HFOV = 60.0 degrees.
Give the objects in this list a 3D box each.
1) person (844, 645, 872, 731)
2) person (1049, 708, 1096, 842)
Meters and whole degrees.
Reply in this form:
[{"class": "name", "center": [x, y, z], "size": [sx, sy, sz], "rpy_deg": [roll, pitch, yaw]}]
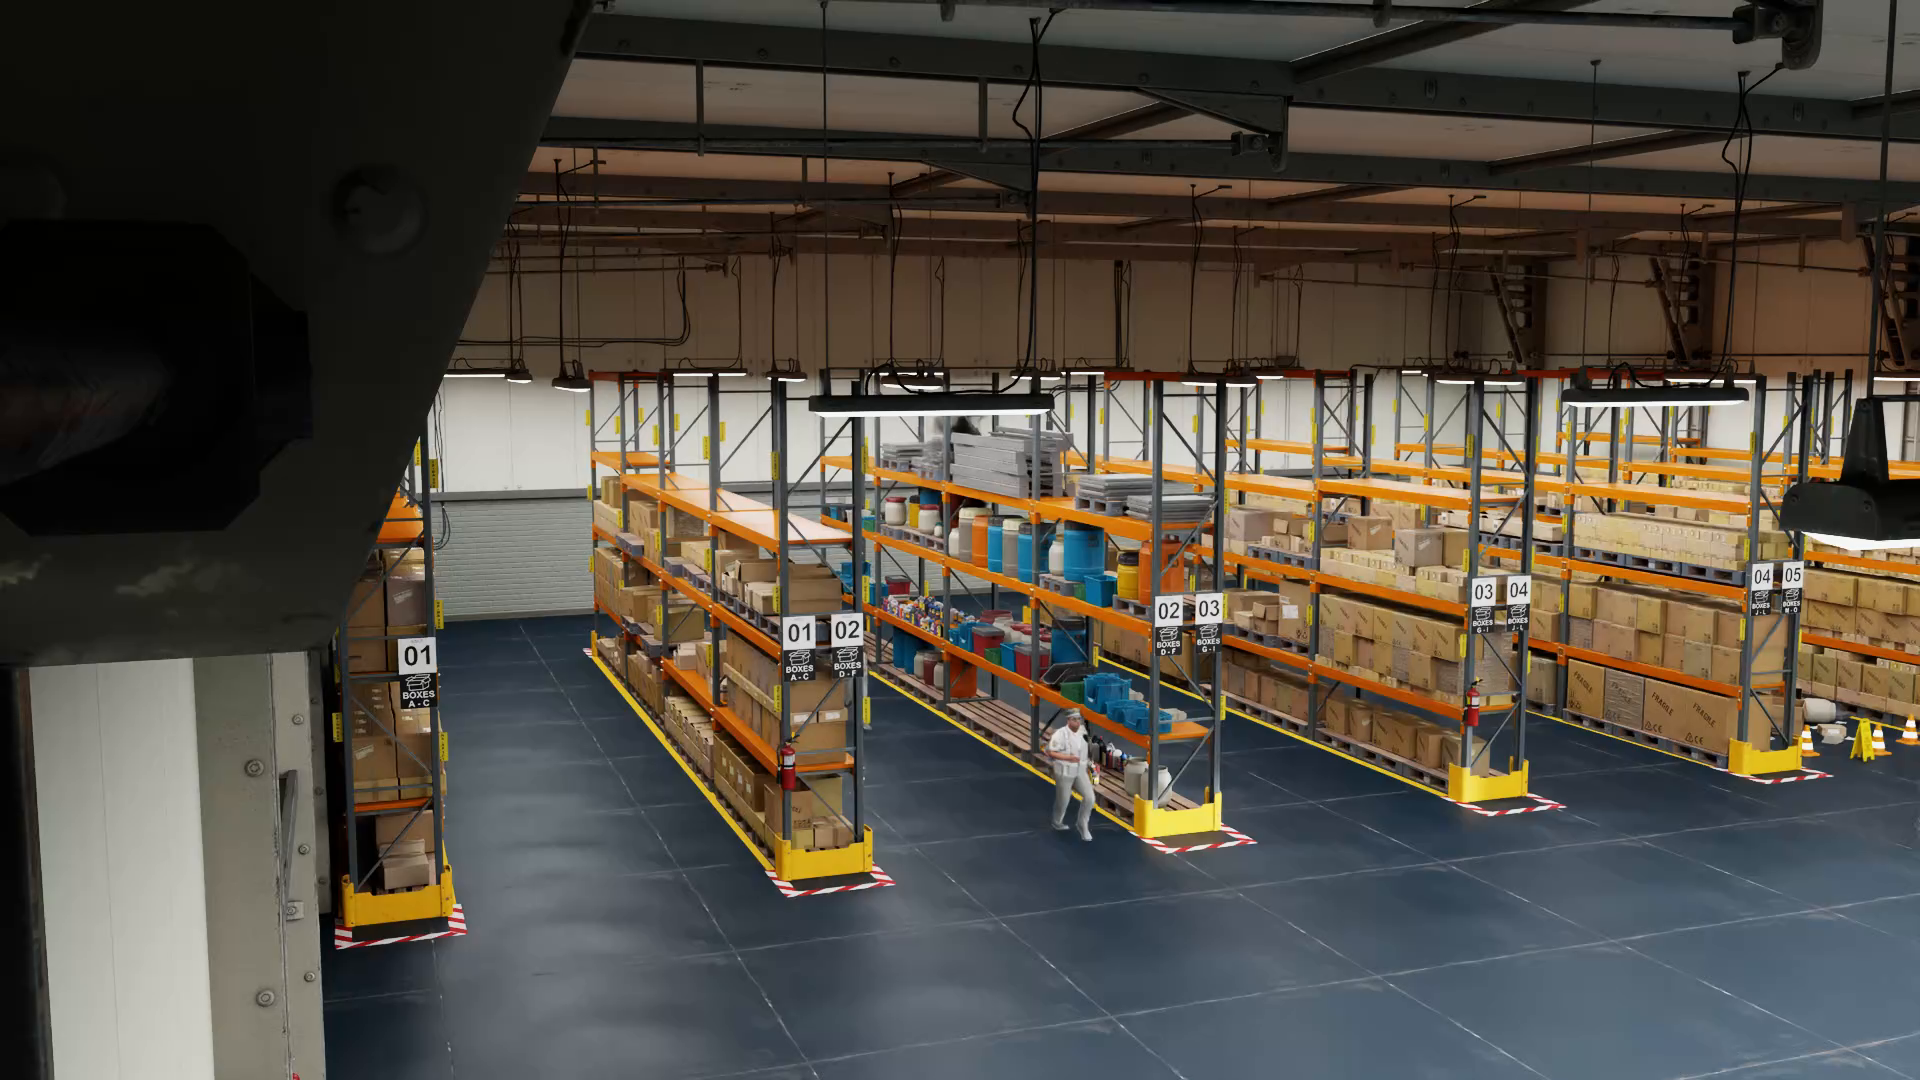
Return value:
[{"class": "person", "center": [-1.787, 2.346, 28.231], "size": [0.606, 1.666, 0.924], "rpy_deg": [-4, 7, -31]}, {"class": "person", "center": [1.455, 3.054, 21.723], "size": [0.685, 1.811, 0.810], "rpy_deg": [-3, 7, -25]}]
